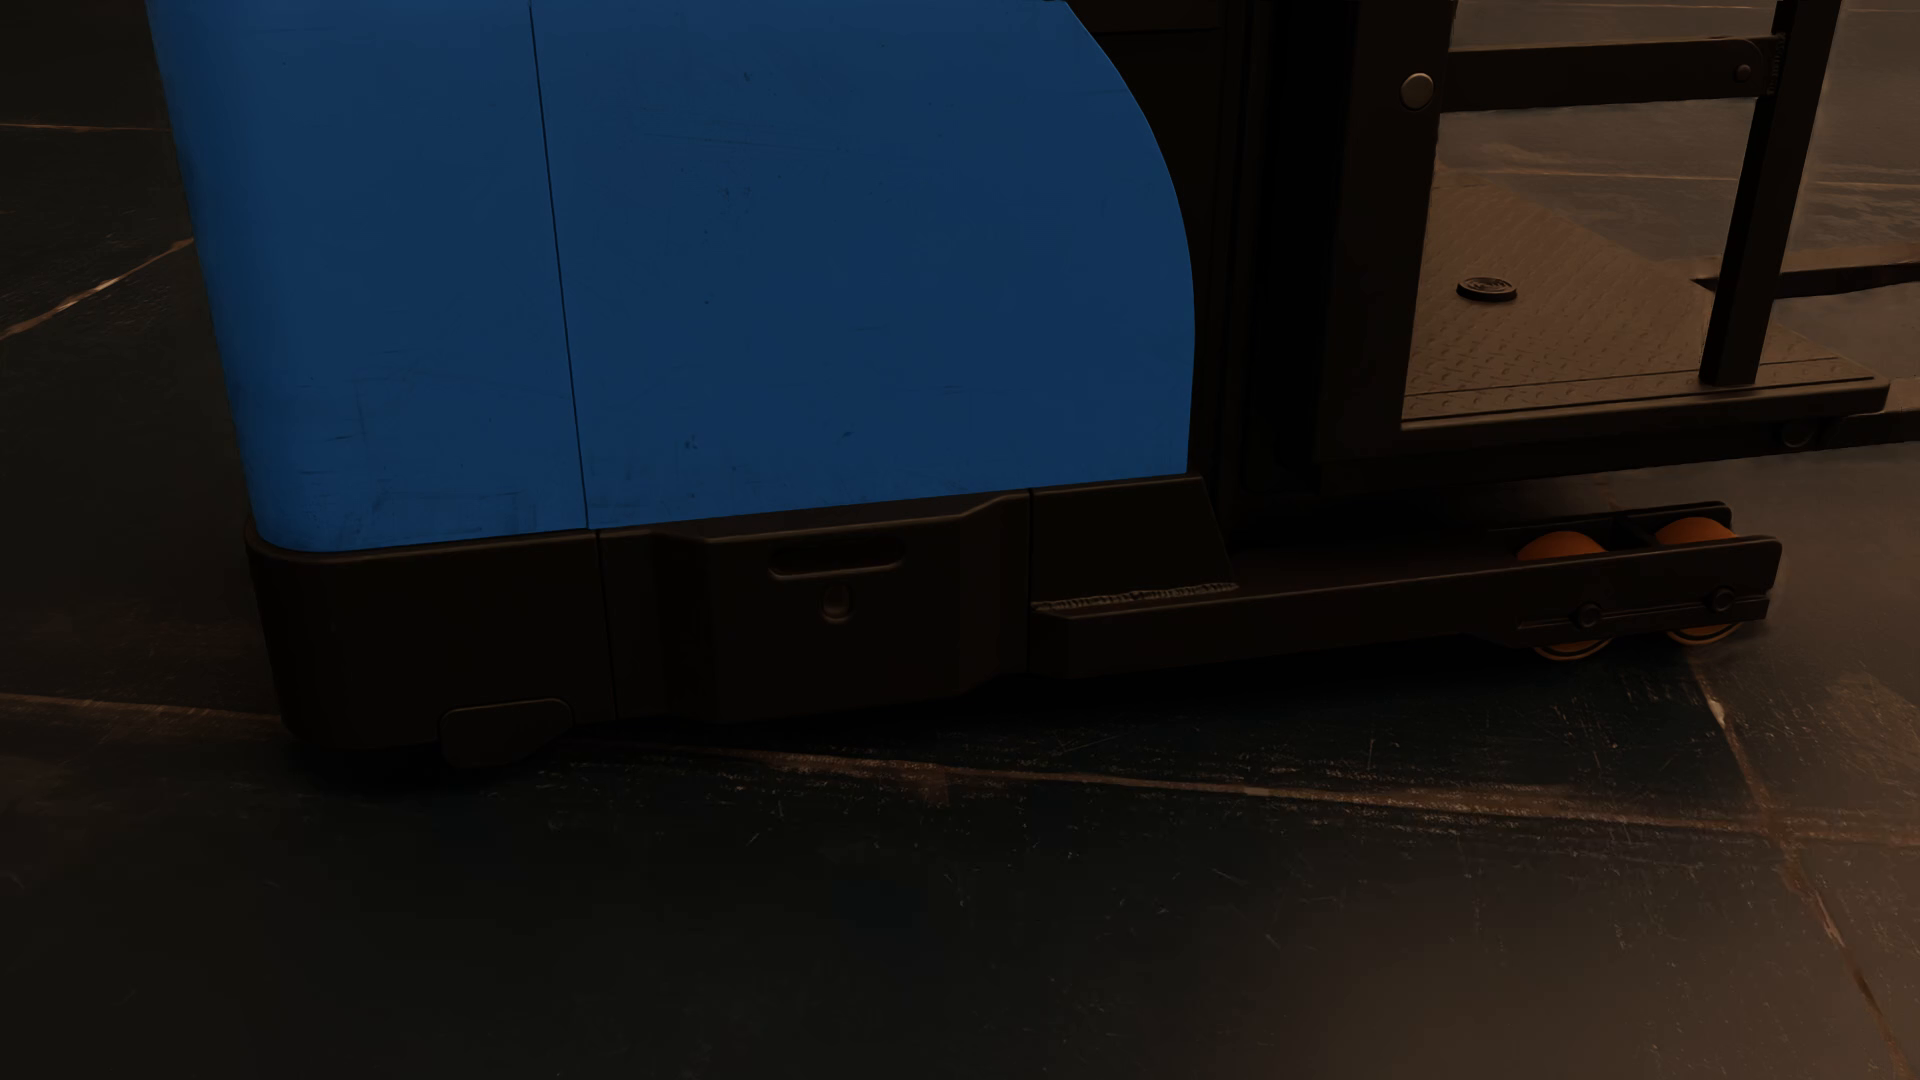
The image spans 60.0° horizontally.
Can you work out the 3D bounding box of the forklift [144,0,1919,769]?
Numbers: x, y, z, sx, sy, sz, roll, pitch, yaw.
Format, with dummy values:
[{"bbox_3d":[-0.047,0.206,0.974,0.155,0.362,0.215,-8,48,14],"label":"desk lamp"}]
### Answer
[{"bbox_3d":[0.598,-1.378,1.978,3.031,2.935,1.130,-6,27,-11],"label":"forklift"}]
